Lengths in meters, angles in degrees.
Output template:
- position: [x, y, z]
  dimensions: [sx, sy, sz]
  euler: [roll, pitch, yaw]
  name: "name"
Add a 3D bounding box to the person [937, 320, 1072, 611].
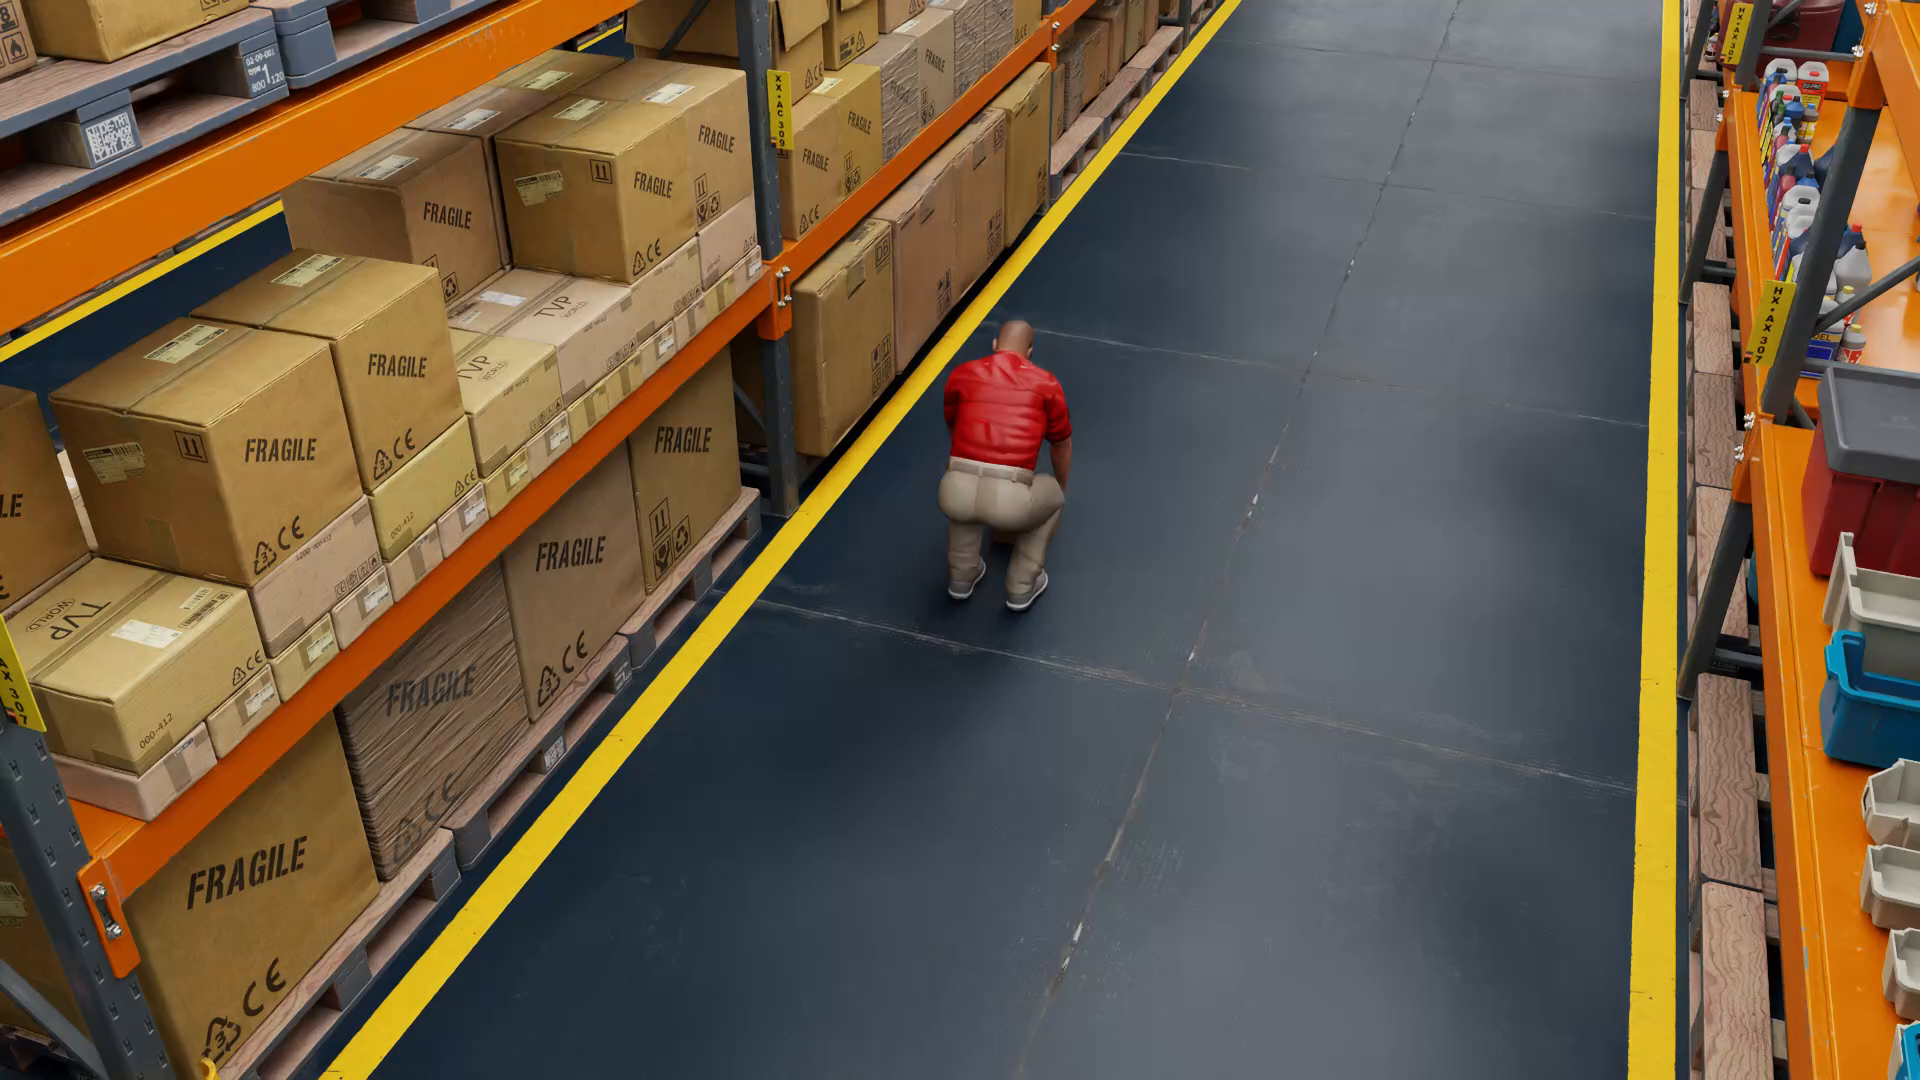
- position: [0.157, -0.305, 7.192]
  dimensions: [0.576, 1.114, 0.830]
  euler: [11, 35, 16]
  name: "person"
